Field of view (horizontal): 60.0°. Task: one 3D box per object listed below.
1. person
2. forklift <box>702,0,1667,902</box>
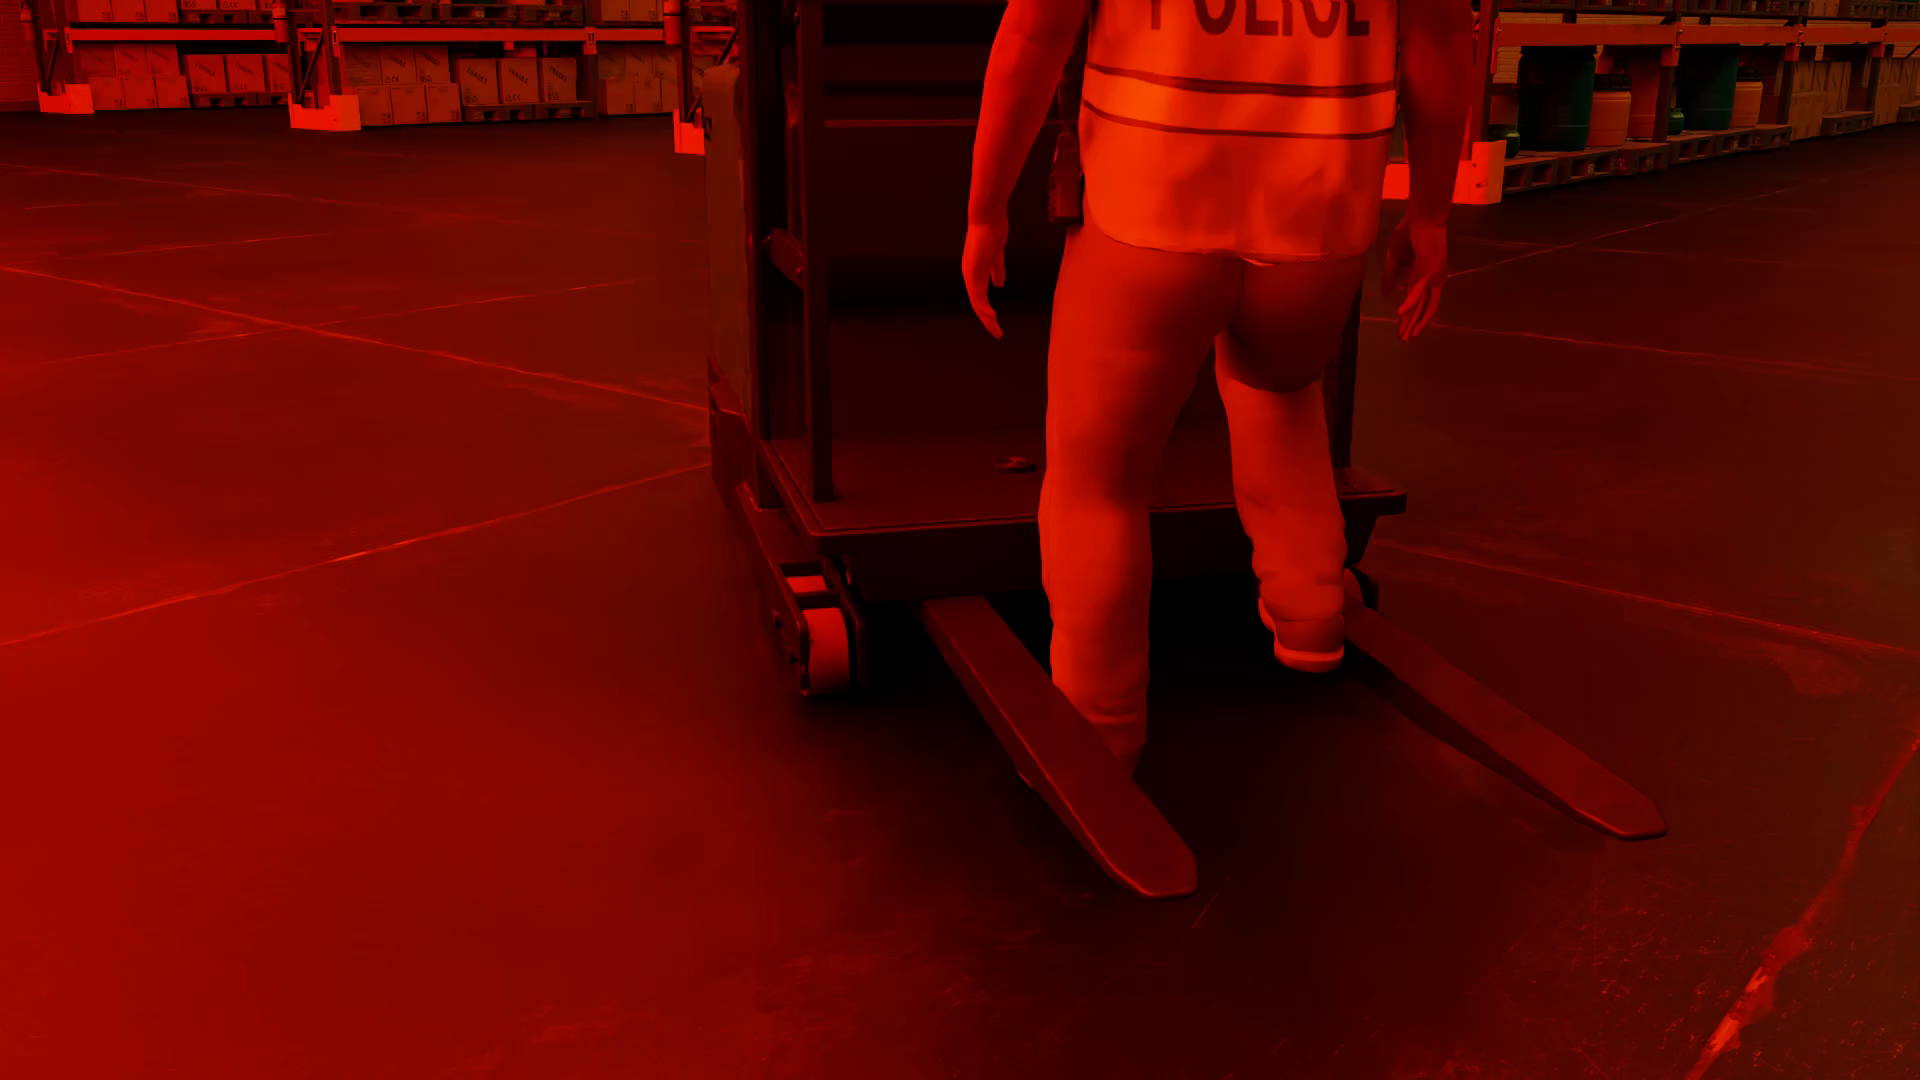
[{"bbox_3d":[0.338,-0.458,2.380,0.684,1.769,0.563,-2,17,-7],"label":"person"},{"bbox_3d":[0.168,-1.239,2.979,1.130,2.935,3.031,-4,17,-13],"label":"forklift"}]
